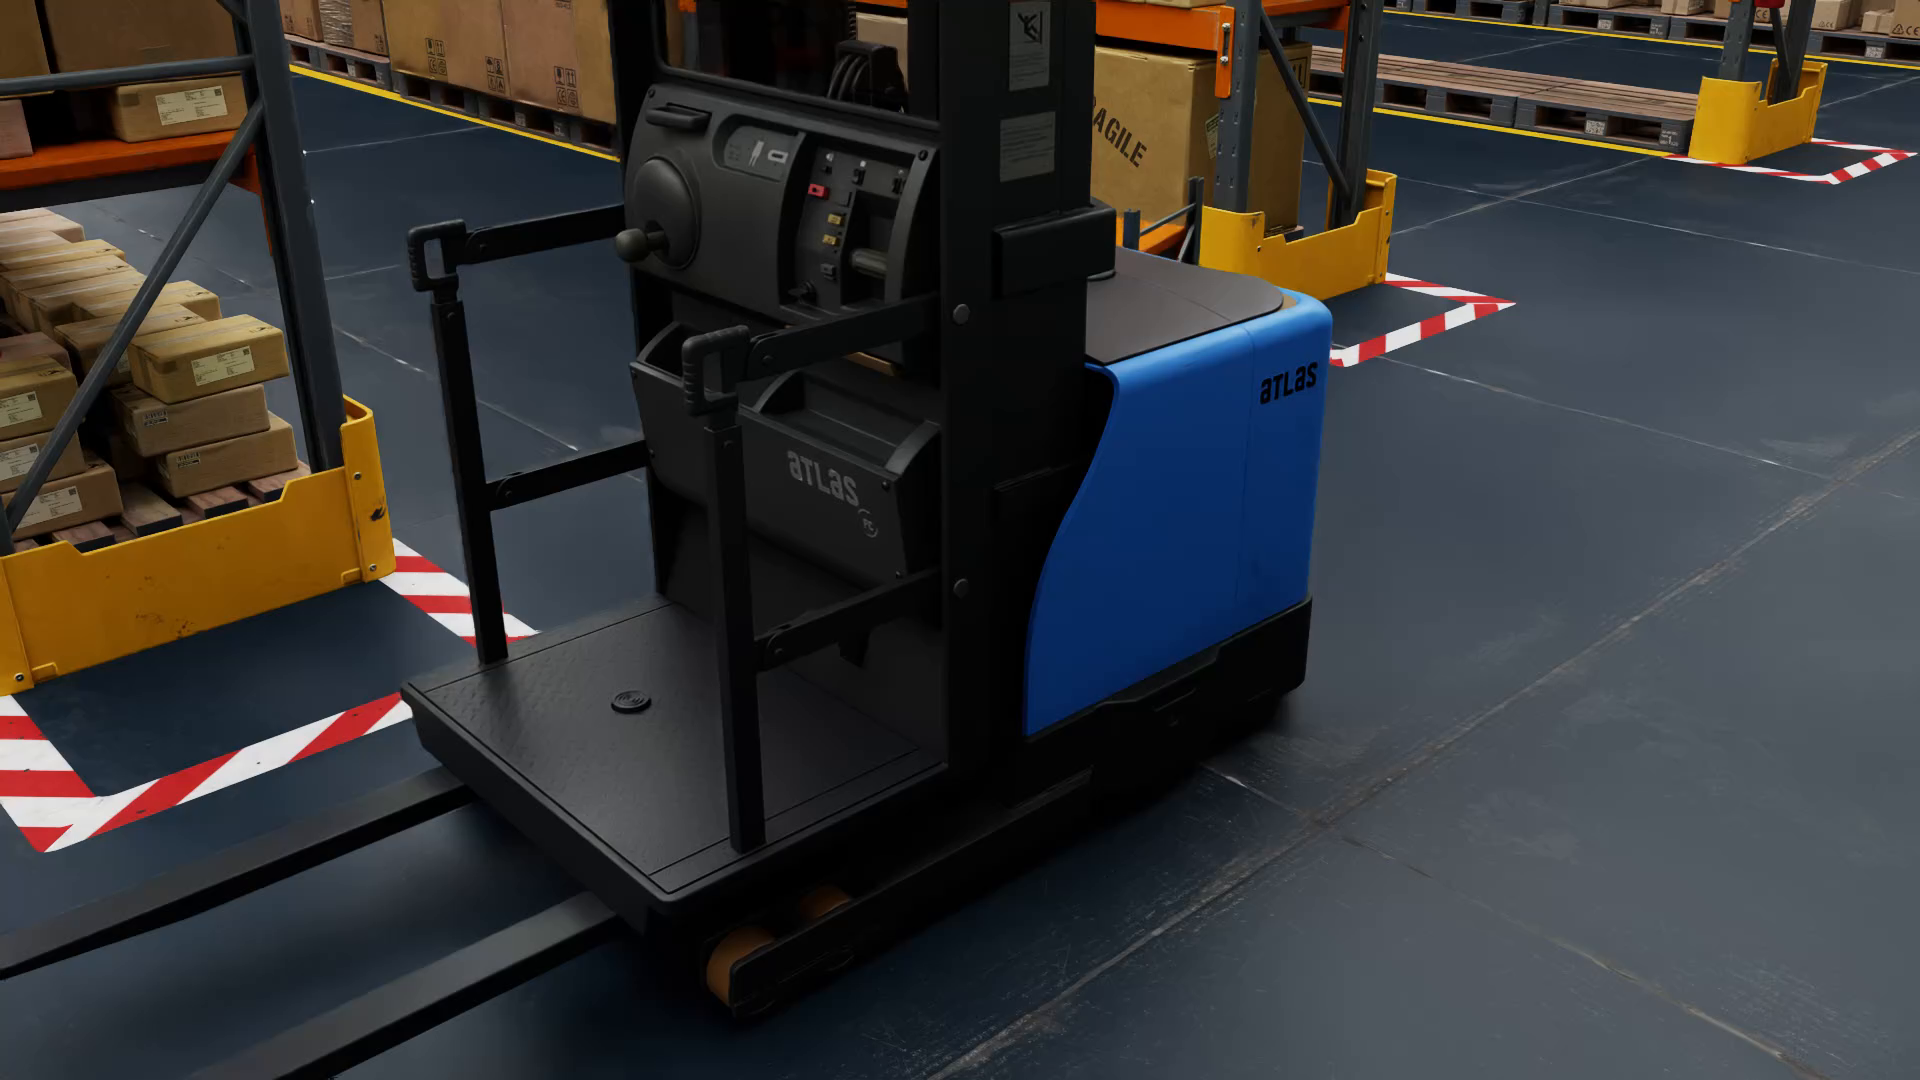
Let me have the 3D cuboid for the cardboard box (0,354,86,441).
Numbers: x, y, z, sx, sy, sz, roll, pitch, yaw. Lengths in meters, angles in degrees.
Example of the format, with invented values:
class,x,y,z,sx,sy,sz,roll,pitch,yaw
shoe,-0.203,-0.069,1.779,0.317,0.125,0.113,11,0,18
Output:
class,x,y,z,sx,sy,sz,roll,pitch,yaw
cardboard box,-2.725,-0.388,4.699,0.380,0.149,0.250,-21,32,-38

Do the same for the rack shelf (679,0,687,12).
class,x,y,z,sx,sy,sz,roll,pitch,yaw
rack shelf,-2.589,-4.002,11.275,1.077,0.370,4.000,-21,32,-38

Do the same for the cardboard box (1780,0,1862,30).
class,x,y,z,sx,sy,sz,roll,pitch,yaw
cardboard box,7.567,-4.661,14.635,0.500,0.250,0.500,-21,32,-38

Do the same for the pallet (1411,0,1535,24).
class,x,y,z,sx,sy,sz,roll,pitch,yaw
pallet,5.428,-5.499,17.050,1.003,0.211,1.213,-21,32,-38

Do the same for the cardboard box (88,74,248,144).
class,x,y,z,sx,sy,sz,roll,pitch,yaw
cardboard box,-2.160,-1.212,4.595,0.380,0.149,0.250,-22,32,-39

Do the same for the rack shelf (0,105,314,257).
class,x,y,z,sx,sy,sz,roll,pitch,yaw
rack shelf,-3.545,-1.413,5.601,1.077,0.370,4.000,-21,32,-38

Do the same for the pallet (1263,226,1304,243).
class,x,y,z,sx,sy,sz,roll,pitch,yaw
pallet,0.908,-1.463,8.202,1.003,0.211,1.213,-21,32,-38

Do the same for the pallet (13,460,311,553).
class,x,y,z,sx,sy,sz,roll,pitch,yaw
pallet,-2.759,-0.145,5.314,1.003,0.211,1.213,-21,32,-38

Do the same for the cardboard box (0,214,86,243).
class,x,y,z,sx,sy,sz,roll,pitch,yaw
cardboard box,-3.533,-1.103,6.266,0.250,0.149,0.380,22,33,40

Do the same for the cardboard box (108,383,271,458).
class,x,y,z,sx,sy,sz,roll,pitch,yaw
cardboard box,-2.348,-0.396,5.074,0.380,0.149,0.250,-20,31,-36

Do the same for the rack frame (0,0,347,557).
class,x,y,z,sx,sy,sz,roll,pitch,yaw
rack frame,-2.178,-1.135,4.123,1.000,3.000,0.127,-21,32,-38

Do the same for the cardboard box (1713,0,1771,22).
class,x,y,z,sx,sy,sz,roll,pitch,yaw
cardboard box,7.300,-5.029,15.137,0.797,0.503,0.637,-21,32,-38

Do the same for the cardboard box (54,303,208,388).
class,x,y,z,sx,sy,sz,roll,pitch,yaw
cardboard box,-2.564,-0.604,5.172,0.380,0.149,0.250,-21,32,-38

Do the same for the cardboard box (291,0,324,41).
class,x,y,z,sx,sy,sz,roll,pitch,yaw
cardboard box,-5.210,-4.529,14.046,0.700,0.500,0.500,-18,30,-34

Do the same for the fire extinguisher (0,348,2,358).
class,x,y,z,sx,sy,sz,roll,pitch,yaw
fire extinguisher,-2.342,-0.723,3.763,0.296,0.674,0.183,-21,32,-38

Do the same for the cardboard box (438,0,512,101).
class,x,y,z,sx,sy,sz,roll,pitch,yaw
cardboard box,-2.896,-3.672,11.739,1.225,0.875,0.875,-21,32,-38

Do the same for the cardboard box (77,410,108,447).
class,x,y,z,sx,sy,sz,roll,pitch,yaw
cardboard box,-2.716,-0.408,5.459,0.380,0.149,0.250,-21,32,-38

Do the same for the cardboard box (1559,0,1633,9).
class,x,y,z,sx,sy,sz,roll,pitch,yaw
cardboard box,6.141,-5.321,16.008,0.500,0.311,0.500,-21,32,-38

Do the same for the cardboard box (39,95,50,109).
class,x,y,z,sx,sy,sz,roll,pitch,yaw
cardboard box,-2.509,-1.374,4.950,0.380,0.149,0.250,-22,33,-40

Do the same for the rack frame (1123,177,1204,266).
class,x,y,z,sx,sy,sz,roll,pitch,yaw
rack frame,0.577,-0.460,4.902,0.032,1.125,0.500,13,28,27

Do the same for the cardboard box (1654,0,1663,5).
class,x,y,z,sx,sy,sz,roll,pitch,yaw
cardboard box,6.908,-5.247,16.041,0.380,0.149,0.250,-21,32,-38

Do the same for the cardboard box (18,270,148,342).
class,x,y,z,sx,sy,sz,roll,pitch,yaw
cardboard box,-2.873,-0.768,5.532,0.250,0.149,0.380,22,32,39

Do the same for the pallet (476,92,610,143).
class,x,y,z,sx,sy,sz,roll,pitch,yaw
pallet,-2.643,-3.037,11.652,1.003,0.211,1.213,-21,32,-38

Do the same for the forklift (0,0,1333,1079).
class,x,y,z,sx,sy,sz,roll,pitch,yaw
forklift,-0.535,-0.658,3.160,3.031,2.935,1.130,-21,32,-38

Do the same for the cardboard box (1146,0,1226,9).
class,x,y,z,sx,sy,sz,roll,pitch,yaw
cardboard box,1.028,-2.411,7.225,0.380,0.149,0.250,-20,32,-38

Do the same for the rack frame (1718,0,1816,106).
class,x,y,z,sx,sy,sz,roll,pitch,yaw
rack frame,5.127,-3.916,10.221,1.000,3.000,0.127,-21,32,-38

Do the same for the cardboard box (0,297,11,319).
class,x,y,z,sx,sy,sz,roll,pitch,yaw
cardboard box,-3.289,-0.776,5.908,0.380,0.149,0.250,-19,31,-36

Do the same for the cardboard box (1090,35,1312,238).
class,x,y,z,sx,sy,sz,roll,pitch,yaw
cardboard box,1.016,-1.907,7.870,0.875,0.875,0.875,-21,32,-38

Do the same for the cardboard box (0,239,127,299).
class,x,y,z,sx,sy,sz,roll,pitch,yaw
cardboard box,-3.202,-0.948,5.925,0.380,0.149,0.250,-21,32,-38

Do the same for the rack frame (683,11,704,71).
class,x,y,z,sx,sy,sz,roll,pitch,yaw
rack frame,-1.222,-3.723,9.797,1.000,3.000,0.127,-21,32,-38

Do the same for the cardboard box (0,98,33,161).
class,x,y,z,sx,sy,sz,roll,pitch,yaw
cardboard box,-2.607,-1.039,4.216,0.380,0.149,0.250,-21,32,-38

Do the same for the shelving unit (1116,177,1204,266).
class,x,y,z,sx,sy,sz,roll,pitch,yaw
shelving unit,0.135,-0.564,5.130,1.048,1.125,0.538,13,28,27

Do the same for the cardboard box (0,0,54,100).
class,x,y,z,sx,sy,sz,roll,pitch,yaw
cardboard box,-2.673,-1.379,4.179,0.500,0.500,0.500,-20,32,-37

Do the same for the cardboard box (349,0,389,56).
class,x,y,z,sx,sy,sz,roll,pitch,yaw
cardboard box,-4.429,-4.195,13.314,0.500,0.500,0.700,22,32,39

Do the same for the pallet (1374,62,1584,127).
class,x,y,z,sx,sy,sz,roll,pitch,yaw
pallet,3.762,-3.278,12.181,1.003,0.211,1.213,-21,32,-38

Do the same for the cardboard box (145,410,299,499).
class,x,y,z,sx,sy,sz,roll,pitch,yaw
cardboard box,-2.302,-0.278,5.175,0.380,0.149,0.250,-20,32,-37

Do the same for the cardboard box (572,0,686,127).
class,x,y,z,sx,sy,sz,roll,pitch,yaw
cardboard box,-1.674,-3.136,10.564,1.225,0.875,0.875,-21,32,-38

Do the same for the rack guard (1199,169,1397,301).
class,x,y,z,sx,sy,sz,roll,pitch,yaw
rack guard,1.528,-1.367,7.644,1.175,0.500,0.348,-21,32,-38

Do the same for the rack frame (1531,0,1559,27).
class,x,y,z,sx,sy,sz,roll,pitch,yaw
rack frame,6.012,-6.532,15.955,1.000,3.000,0.127,-21,32,-38

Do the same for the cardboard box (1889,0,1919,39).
class,x,y,z,sx,sy,sz,roll,pitch,yaw
cardboard box,8.194,-4.478,13.934,0.500,0.500,0.500,-21,32,-38

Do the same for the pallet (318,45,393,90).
class,x,y,z,sx,sy,sz,roll,pitch,yaw
pallet,-4.489,-3.903,13.552,1.003,0.211,1.213,-21,32,-38

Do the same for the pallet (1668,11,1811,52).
class,x,y,z,sx,sy,sz,roll,pitch,yaw
pallet,7.318,-4.685,15.266,1.003,0.211,1.213,-21,32,-38

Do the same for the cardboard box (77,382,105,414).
class,x,y,z,sx,sy,sz,roll,pitch,yaw
cardboard box,-2.726,-0.544,5.398,0.380,0.149,0.250,-21,32,-38
